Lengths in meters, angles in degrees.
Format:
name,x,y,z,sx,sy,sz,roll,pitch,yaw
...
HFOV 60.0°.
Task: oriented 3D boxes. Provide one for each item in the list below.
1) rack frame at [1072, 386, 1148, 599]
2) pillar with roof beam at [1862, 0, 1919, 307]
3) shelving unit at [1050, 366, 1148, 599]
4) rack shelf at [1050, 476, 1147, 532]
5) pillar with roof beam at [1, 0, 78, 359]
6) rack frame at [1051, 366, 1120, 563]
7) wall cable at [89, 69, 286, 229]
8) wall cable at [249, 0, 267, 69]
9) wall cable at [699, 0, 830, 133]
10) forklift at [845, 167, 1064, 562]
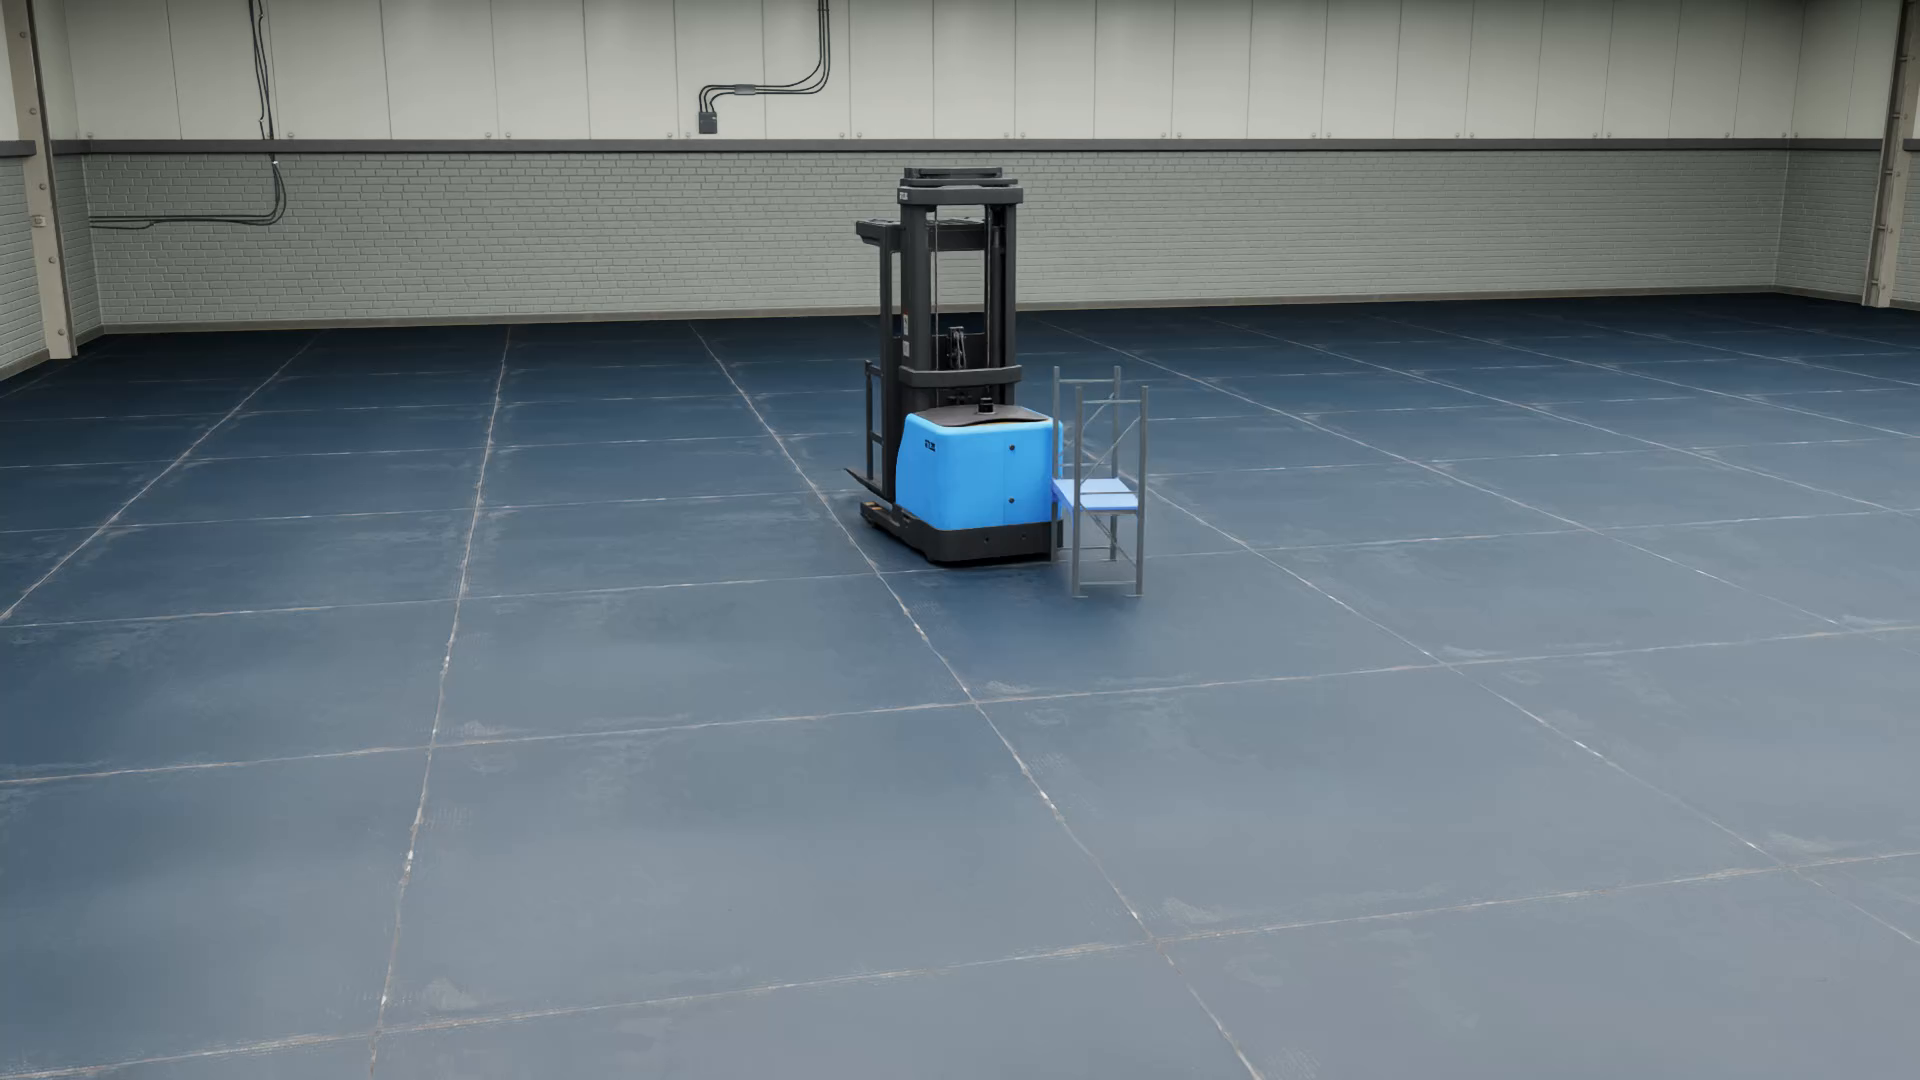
name,x,y,z,sx,sy,sz,roll,pitch,yaw
rack frame,1.042,-0.323,11.590,0.500,1.500,0.032,-1,14,-5
pillar with roof beam,13.241,-8.580,29.587,9.100,9.000,0.400,-3,14,-13
shelving unit,0.994,-0.443,12.081,0.538,1.500,1.048,-1,14,-5
rack shelf,0.994,-0.269,12.124,0.538,0.185,1.000,-1,14,-5
pillar with roof beam,-9.009,-7.304,24.364,9.100,9.000,0.400,-3,14,-13
rack frame,0.946,-0.563,12.573,0.500,1.500,0.032,-1,14,-5
wall cable,-12.600,-6.309,26.834,3.097,2.526,0.112,-3,14,-13
wall cable,-9.970,-8.914,26.852,3.097,2.526,0.112,-3,14,-13
wall cable,-3.368,-9.995,28.213,2.305,6.003,0.169,-3,14,-13
forklift,-0.199,-1.566,13.661,1.130,2.935,3.031,-5,15,-20
